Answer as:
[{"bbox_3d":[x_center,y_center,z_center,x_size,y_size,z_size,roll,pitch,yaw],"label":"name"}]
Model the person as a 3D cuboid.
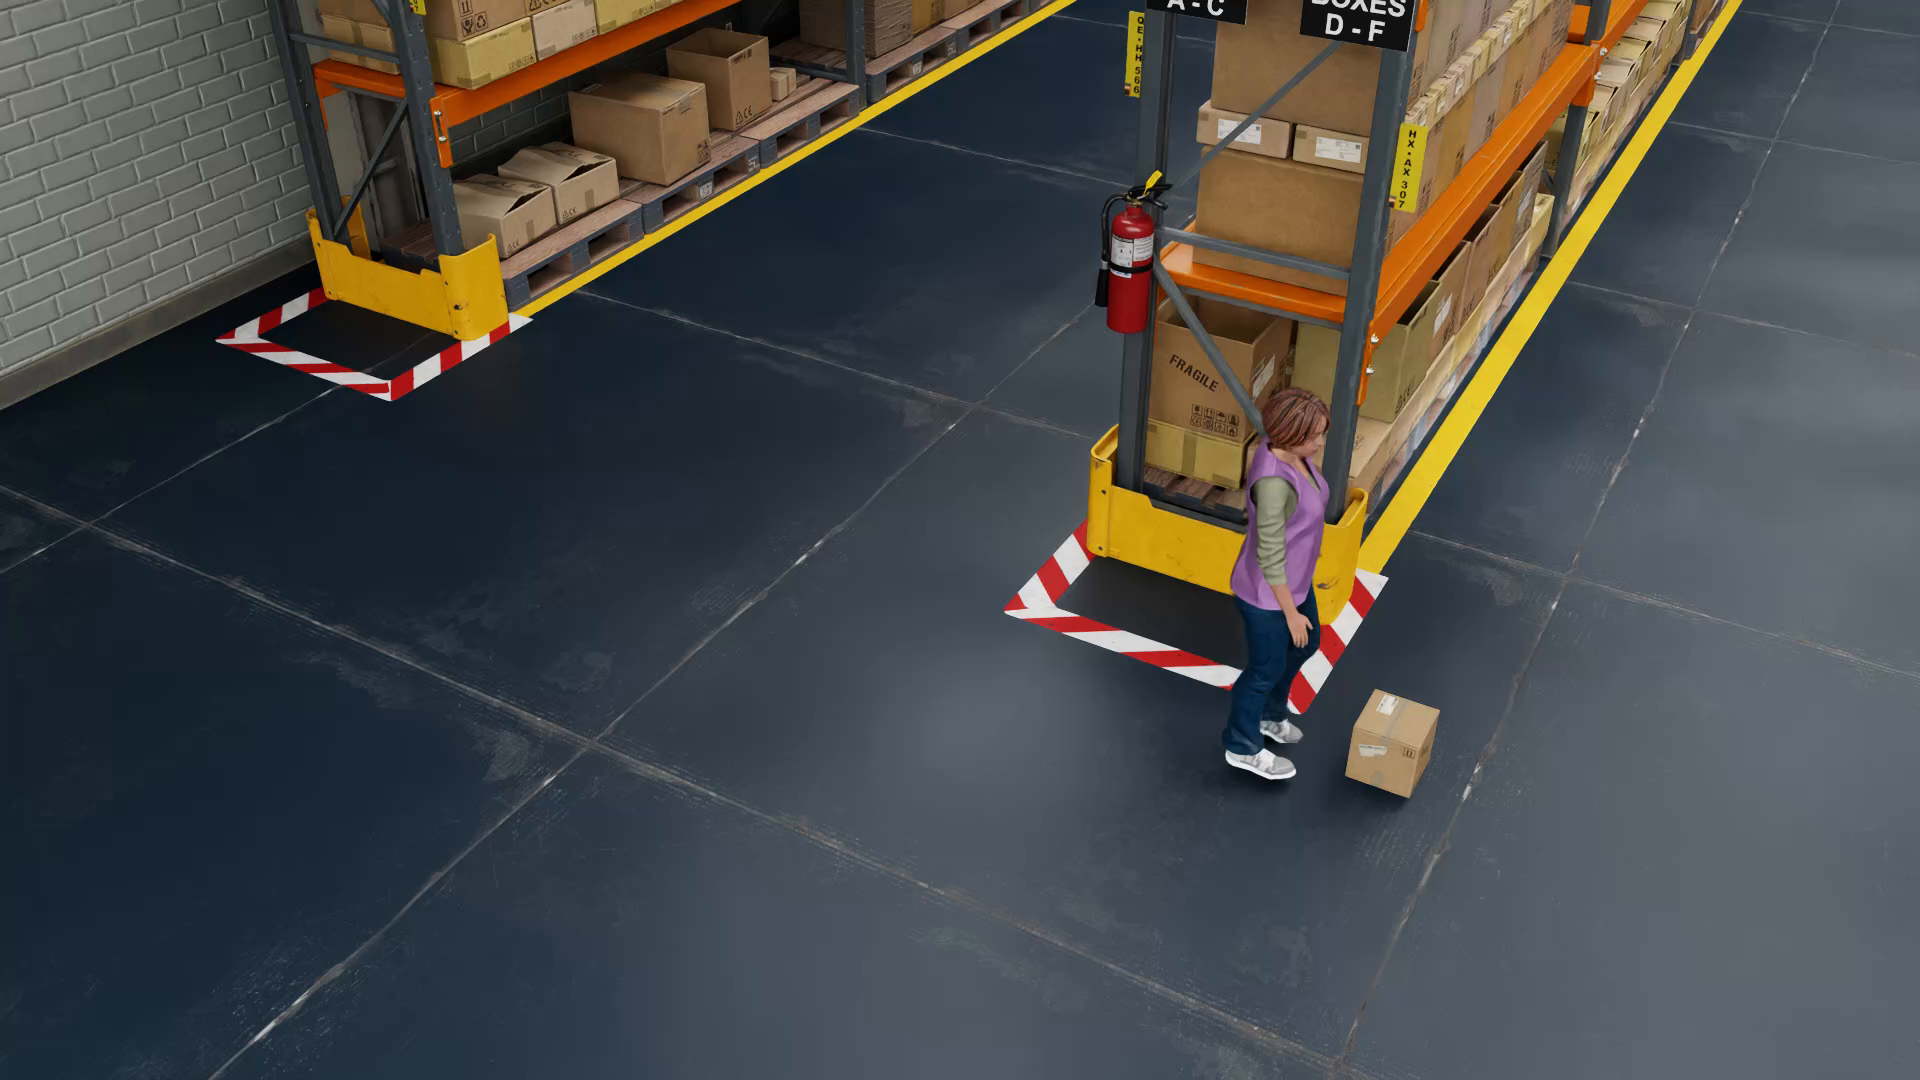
[{"bbox_3d":[1.122,0.186,5.888,0.335,1.648,0.459,12,36,16],"label":"person"}]
